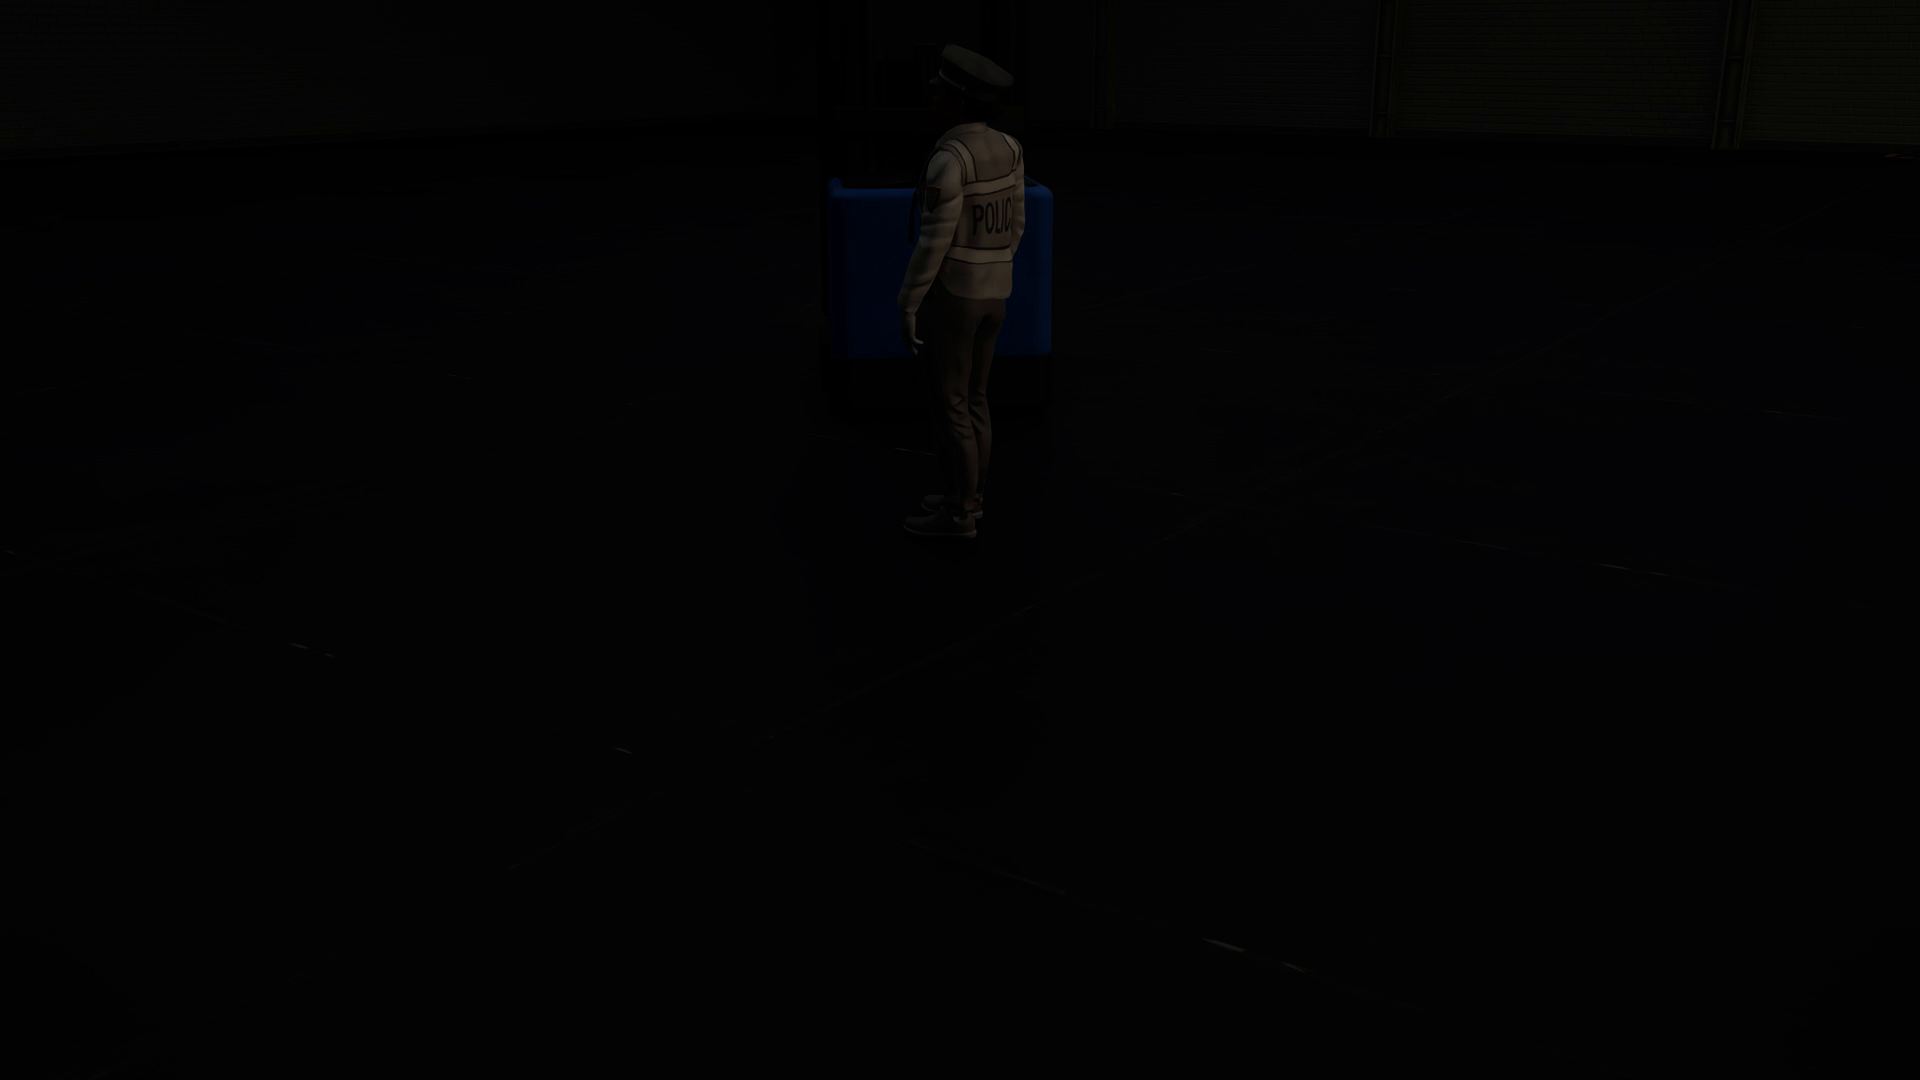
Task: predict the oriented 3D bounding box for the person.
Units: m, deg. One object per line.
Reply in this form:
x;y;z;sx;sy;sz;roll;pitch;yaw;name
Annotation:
-0.052;-0.831;5.745;0.534;1.696;0.587;11;20;33;person

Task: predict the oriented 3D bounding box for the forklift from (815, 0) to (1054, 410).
-0.216;-2.382;8.798;1.130;2.935;3.031;-2;17;-5;forklift
